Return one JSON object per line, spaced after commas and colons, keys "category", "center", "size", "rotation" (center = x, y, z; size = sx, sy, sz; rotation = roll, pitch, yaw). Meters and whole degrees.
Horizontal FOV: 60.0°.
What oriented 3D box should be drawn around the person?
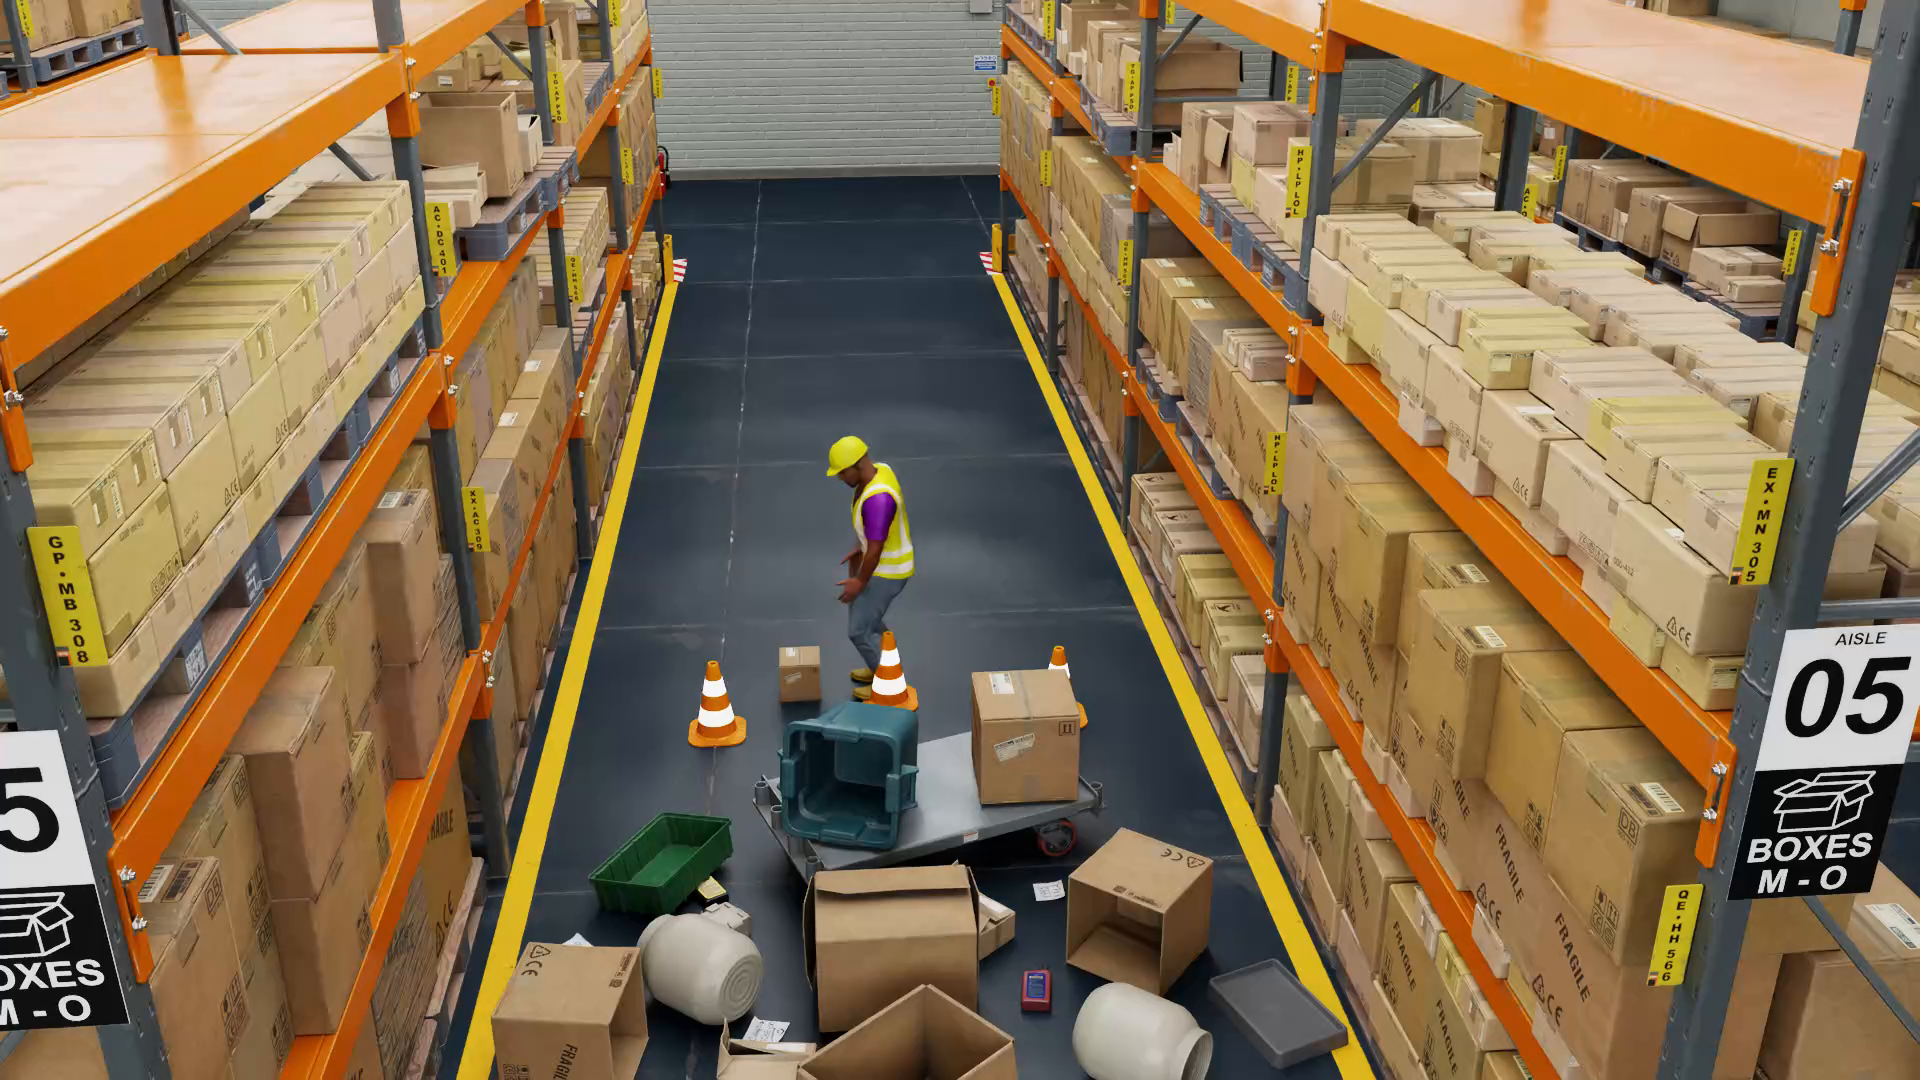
{"category": "person", "center": [-0.528, 0.168, 10.018], "size": [0.508, 1.683, 0.602], "rotation": [-2, 24, -4]}
